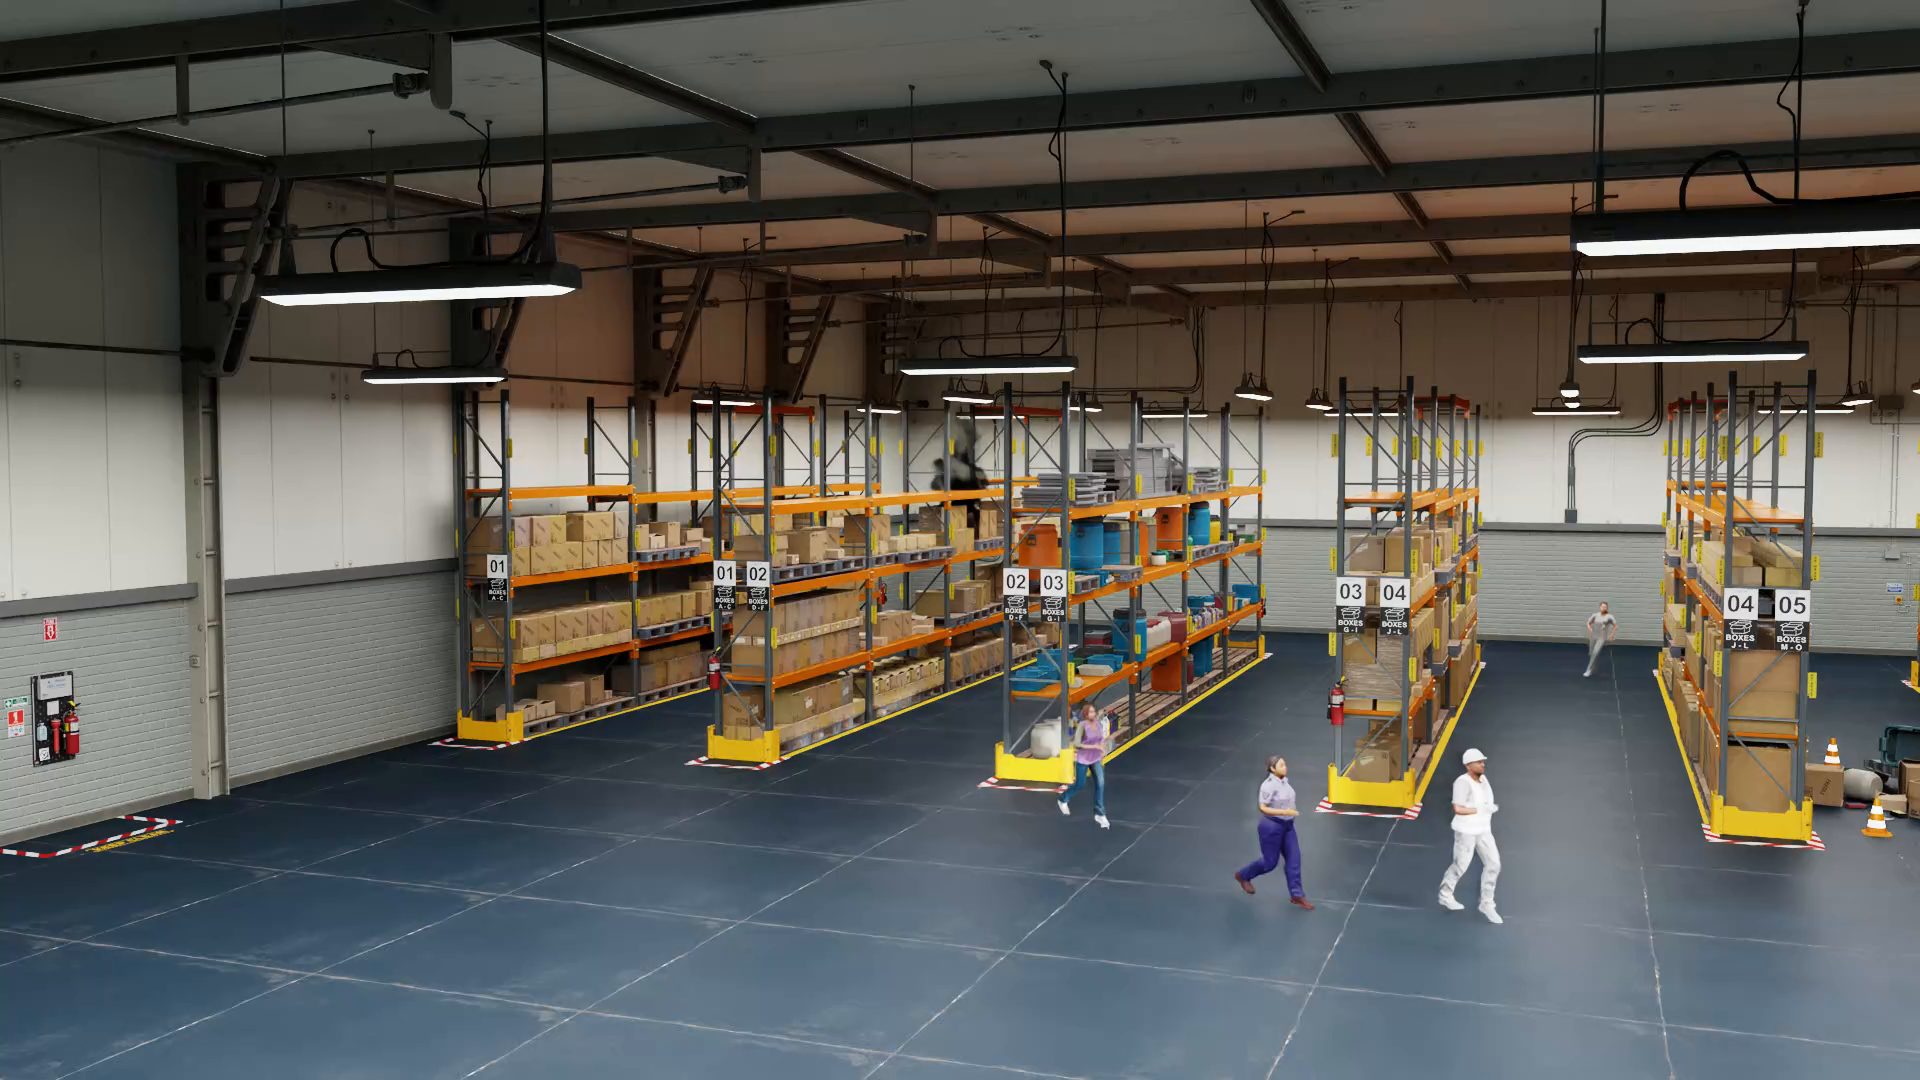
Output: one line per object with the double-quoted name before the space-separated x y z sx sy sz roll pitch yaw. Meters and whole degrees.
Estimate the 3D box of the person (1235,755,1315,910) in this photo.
"person" 3.451 3.170 18.184 0.921 1.648 0.609 3 4 41

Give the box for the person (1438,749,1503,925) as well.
"person" 5.452 3.126 17.689 0.670 1.826 0.750 -2 4 -37

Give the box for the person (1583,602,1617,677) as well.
"person" 14.057 2.164 36.507 0.634 1.627 0.921 2 4 36

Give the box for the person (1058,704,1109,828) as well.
"person" 1.682 2.977 22.215 0.549 1.619 0.874 -2 4 -33
